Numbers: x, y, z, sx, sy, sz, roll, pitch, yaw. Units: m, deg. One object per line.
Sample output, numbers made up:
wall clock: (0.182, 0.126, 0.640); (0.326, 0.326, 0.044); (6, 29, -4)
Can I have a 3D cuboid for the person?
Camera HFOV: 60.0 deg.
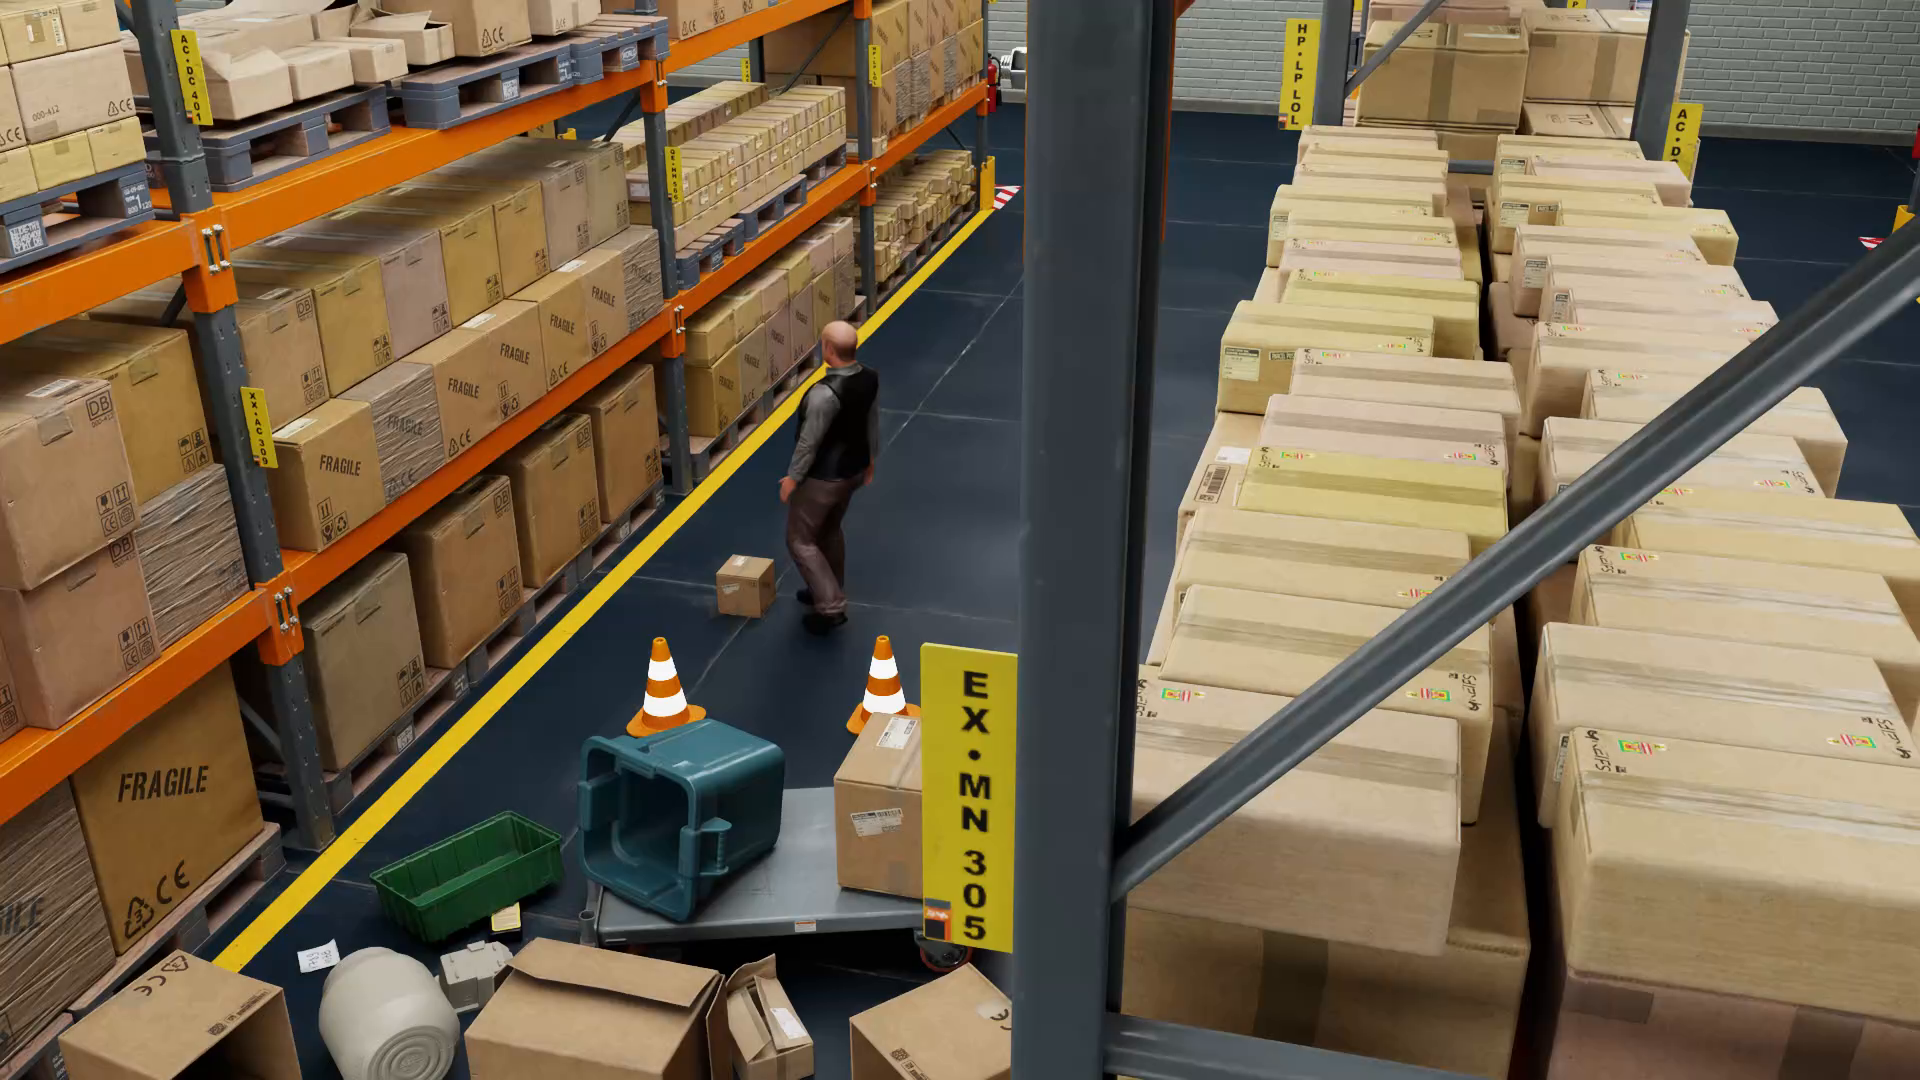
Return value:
person: (-0.729, -0.370, 8.941); (0.528, 1.709, 0.604); (14, 29, 27)
